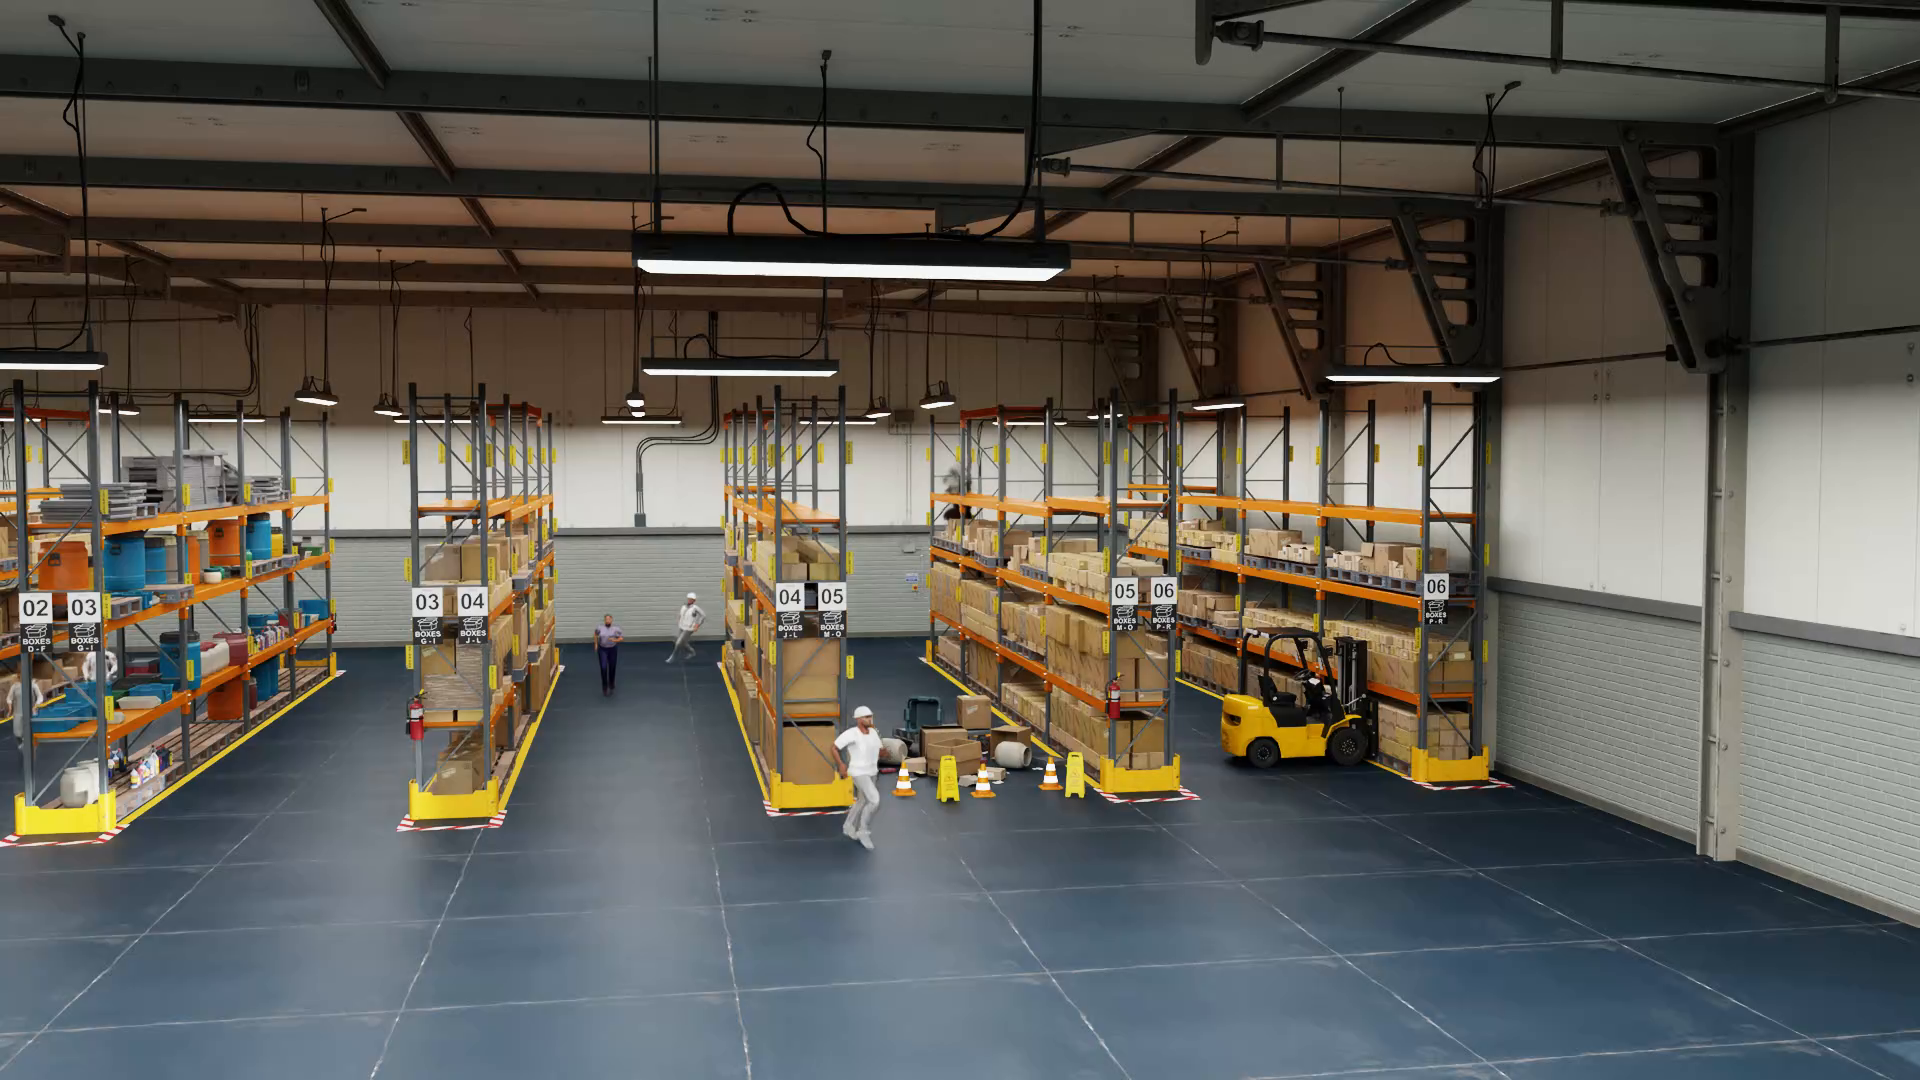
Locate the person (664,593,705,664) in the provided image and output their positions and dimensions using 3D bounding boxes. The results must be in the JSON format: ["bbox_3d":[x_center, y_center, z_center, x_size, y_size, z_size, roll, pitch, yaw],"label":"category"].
[{"bbox_3d":[-6.600,2.122,40.017,0.853,1.717,0.679,-3,4,-44],"label":"person"}]

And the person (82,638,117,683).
[{"bbox_3d":[-16.042,2.617,31.043,0.616,1.652,0.554,-1,3,-24],"label":"person"}]

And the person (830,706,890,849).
[{"bbox_3d":[-1.229,3.042,21.356,0.747,1.819,0.669,2,3,32],"label":"person"}]

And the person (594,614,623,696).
[{"bbox_3d":[-7.405,2.395,35.035,0.580,1.693,0.856,-1,3,-15],"label":"person"}]

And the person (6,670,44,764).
[{"bbox_3d":[-15.223,2.864,27.065,0.549,1.555,0.537,-1,3,-22],"label":"person"}]
